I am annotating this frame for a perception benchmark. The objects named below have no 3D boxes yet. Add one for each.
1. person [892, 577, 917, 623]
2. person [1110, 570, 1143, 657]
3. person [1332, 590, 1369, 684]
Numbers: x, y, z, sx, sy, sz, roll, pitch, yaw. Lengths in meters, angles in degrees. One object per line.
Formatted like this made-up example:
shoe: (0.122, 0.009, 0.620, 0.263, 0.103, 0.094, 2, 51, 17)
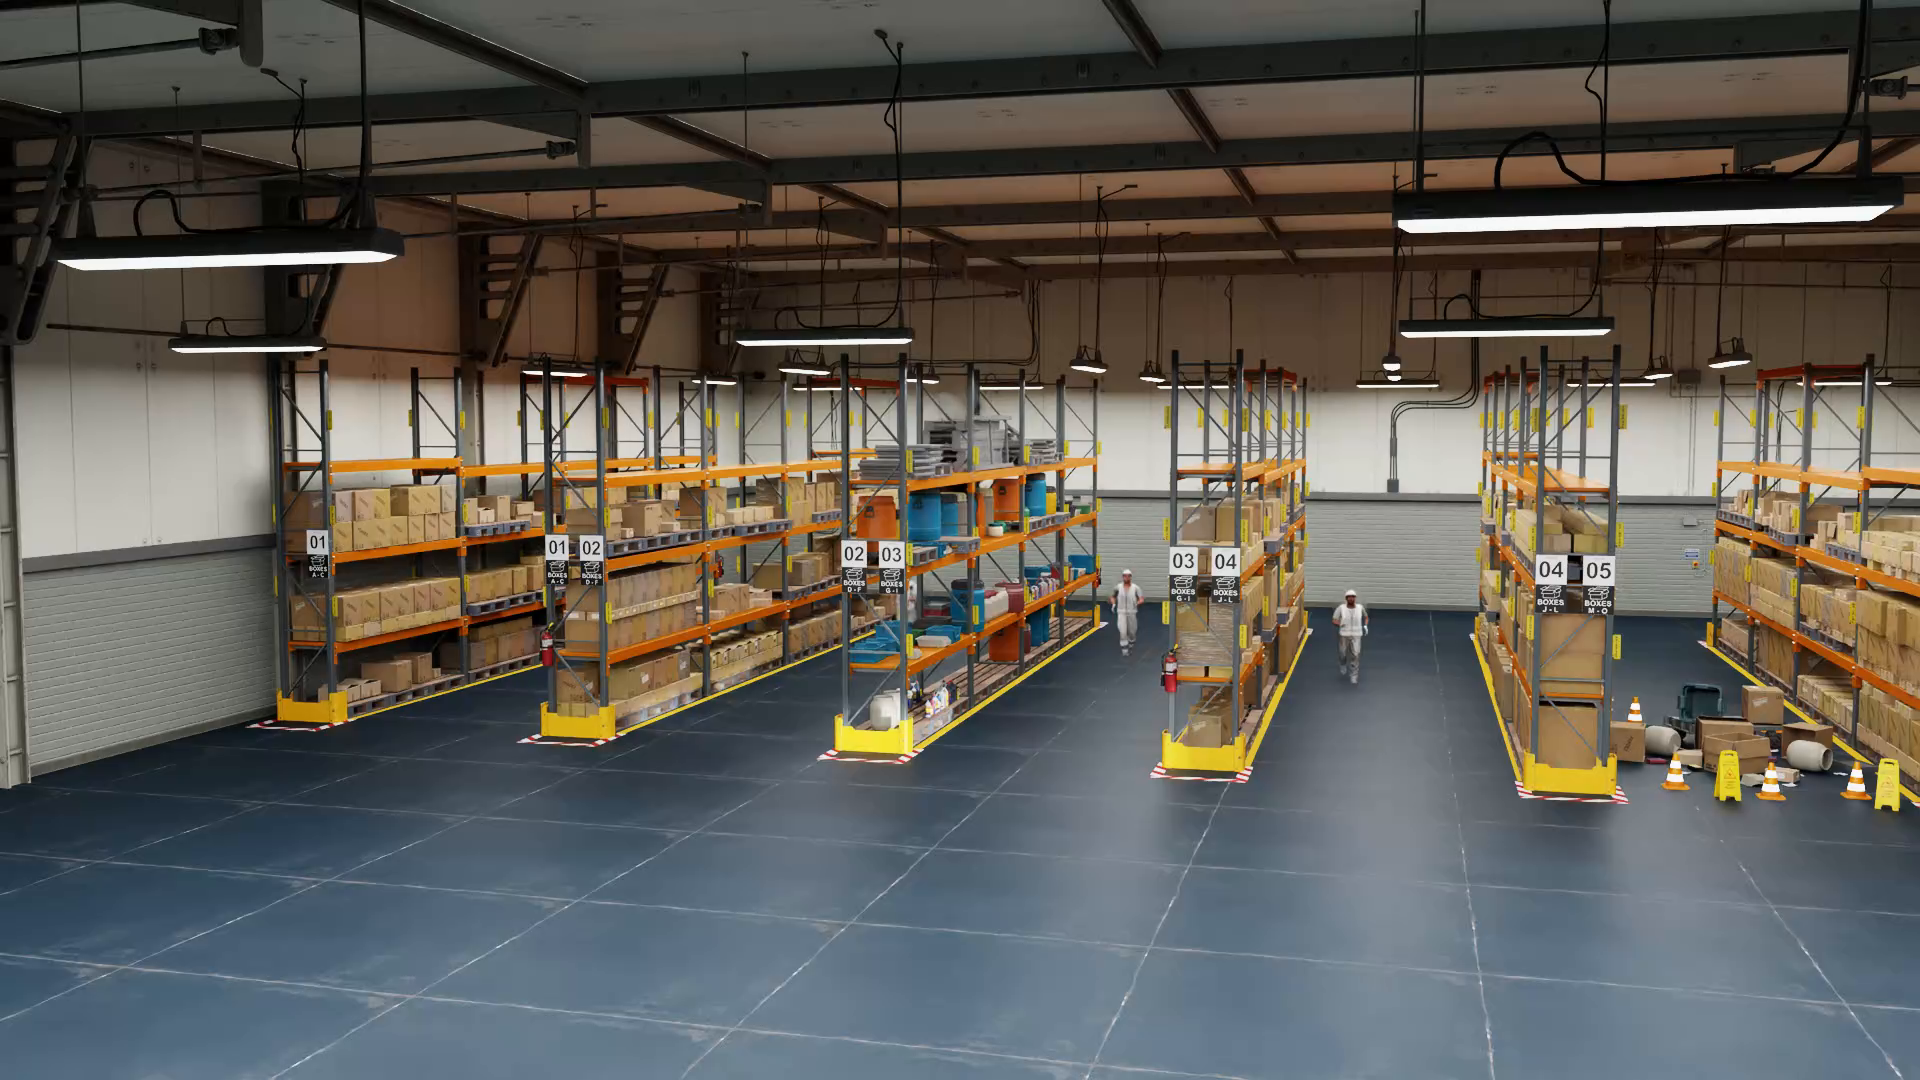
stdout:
person: (-1.193, 1.515, 36.316, 0.639, 1.794, 0.703, 0, 4, 3)
person: (3.326, 1.469, 33.227, 0.661, 1.743, 0.706, 0, 4, 7)
person: (7.480, 1.835, 31.833, 0.700, 1.757, 0.886, 1, 4, 8)
